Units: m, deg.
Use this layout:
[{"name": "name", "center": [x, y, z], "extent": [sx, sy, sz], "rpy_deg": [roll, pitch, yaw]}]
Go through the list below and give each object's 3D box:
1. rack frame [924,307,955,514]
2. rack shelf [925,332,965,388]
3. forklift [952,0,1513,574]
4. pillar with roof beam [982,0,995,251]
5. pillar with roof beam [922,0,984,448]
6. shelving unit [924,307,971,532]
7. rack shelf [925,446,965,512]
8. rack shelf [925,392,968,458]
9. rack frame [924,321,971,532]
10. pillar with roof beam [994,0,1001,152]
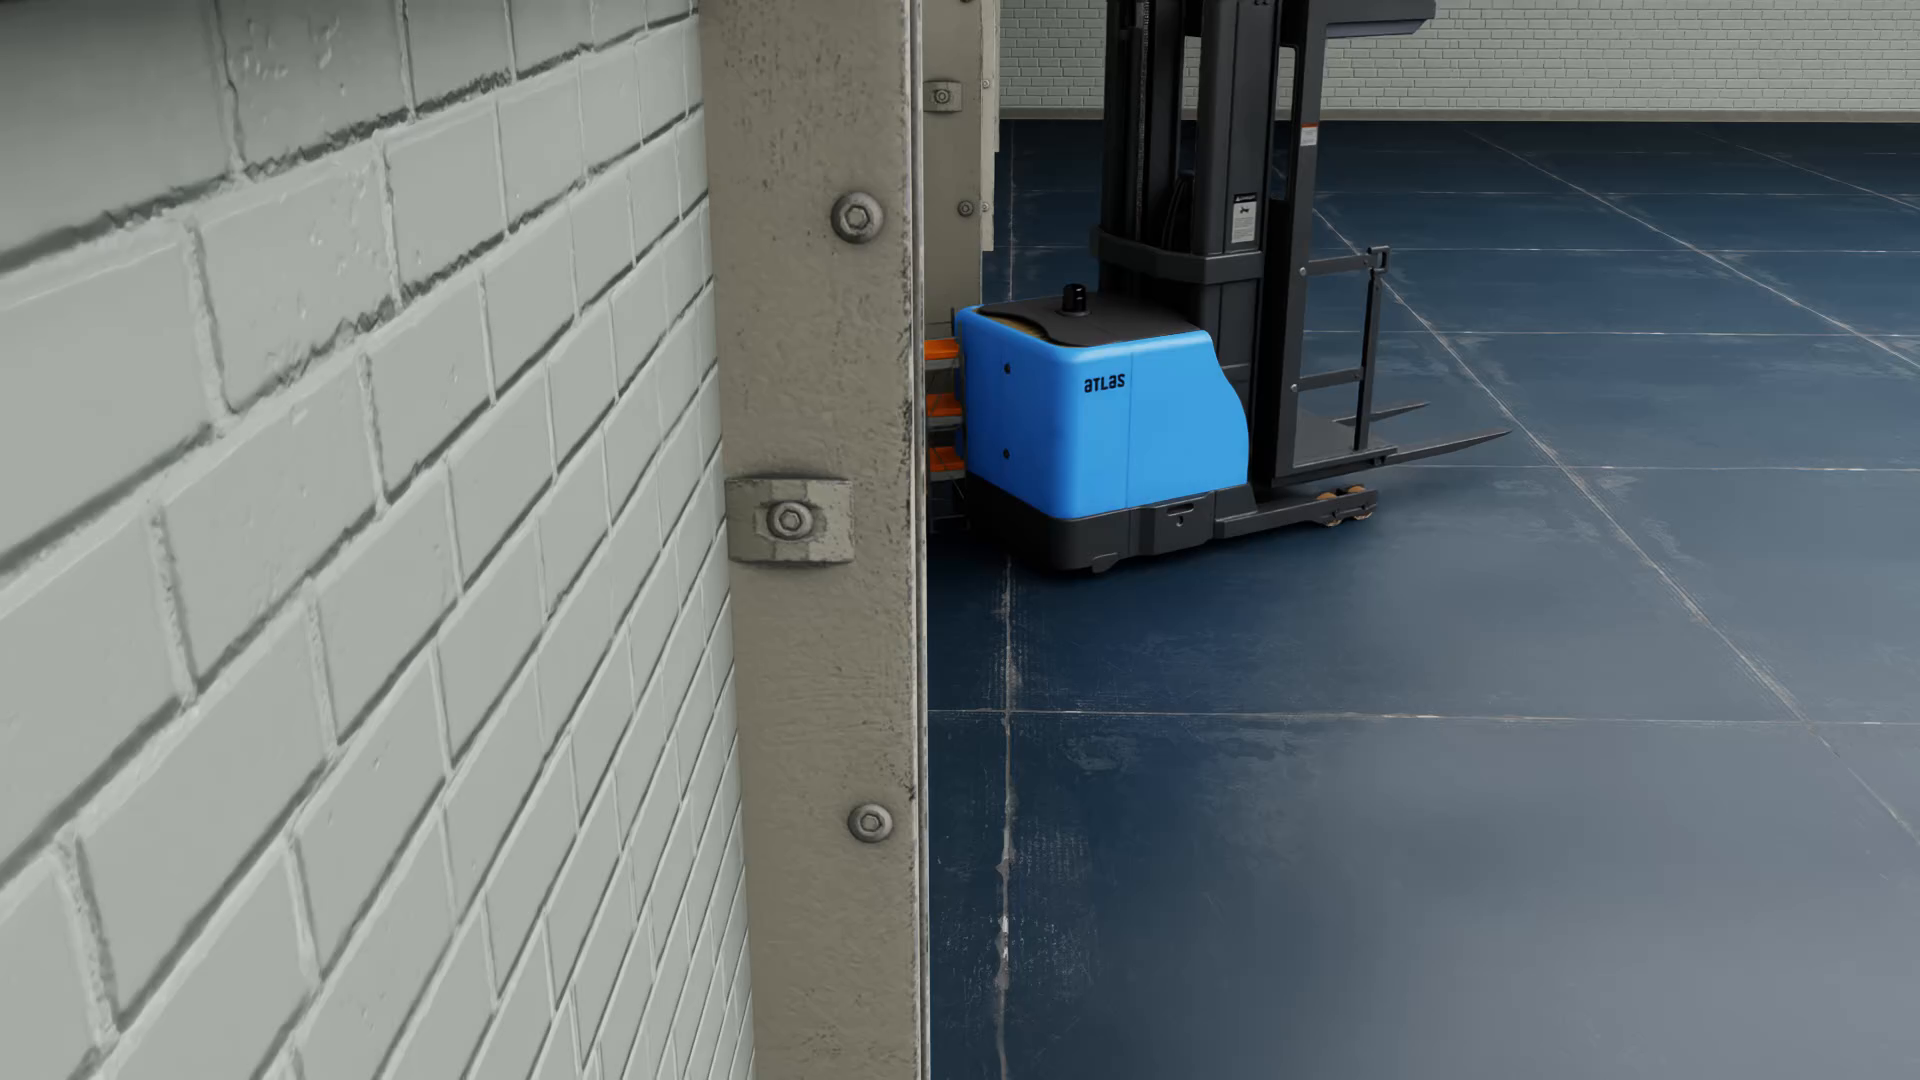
[{"name": "rack frame", "center": [-0.104, -0.623, 8.151], "extent": [0.200, 1.050, 0.008], "rpy_deg": [-6, 24, -7]}, {"name": "rack shelf", "center": [-0.099, -0.825, 7.930], "extent": [0.215, 0.259, 0.240], "rpy_deg": [-6, 24, -7]}, {"name": "forklift", "center": [1.496, -1.585, 8.061], "extent": [3.031, 2.935, 1.130], "rpy_deg": [-12, 24, -27]}, {"name": "pillar with roof beam", "center": [4.444, -6.752, 12.991], "extent": [9.100, 9.000, 0.400], "rpy_deg": [1, 21, 2]}, {"name": "pillar with roof beam", "center": [4.262, -4.583, 7.399], "extent": [9.100, 9.000, 0.400], "rpy_deg": [1, 21, 2]}, {"name": "shelving unit", "center": [-0.087, -0.575, 8.040], "extent": [0.215, 1.050, 0.252], "rpy_deg": [-6, 24, -7]}, {"name": "rack shelf", "center": [-0.074, -0.311, 8.156], "extent": [0.215, 0.259, 0.240], "rpy_deg": [-6, 24, -7]}, {"name": "rack shelf", "center": [-0.086, -0.565, 8.045], "extent": [0.215, 0.259, 0.240], "rpy_deg": [-6, 24, -7]}, {"name": "rack frame", "center": [-0.069, -0.527, 7.929], "extent": [0.200, 1.050, 0.008], "rpy_deg": [-6, 24, -7]}, {"name": "pillar with roof beam", "center": [4.627, -8.921, 18.582], "extent": [9.100, 9.000, 0.400], "rpy_deg": [1, 21, 2]}]
